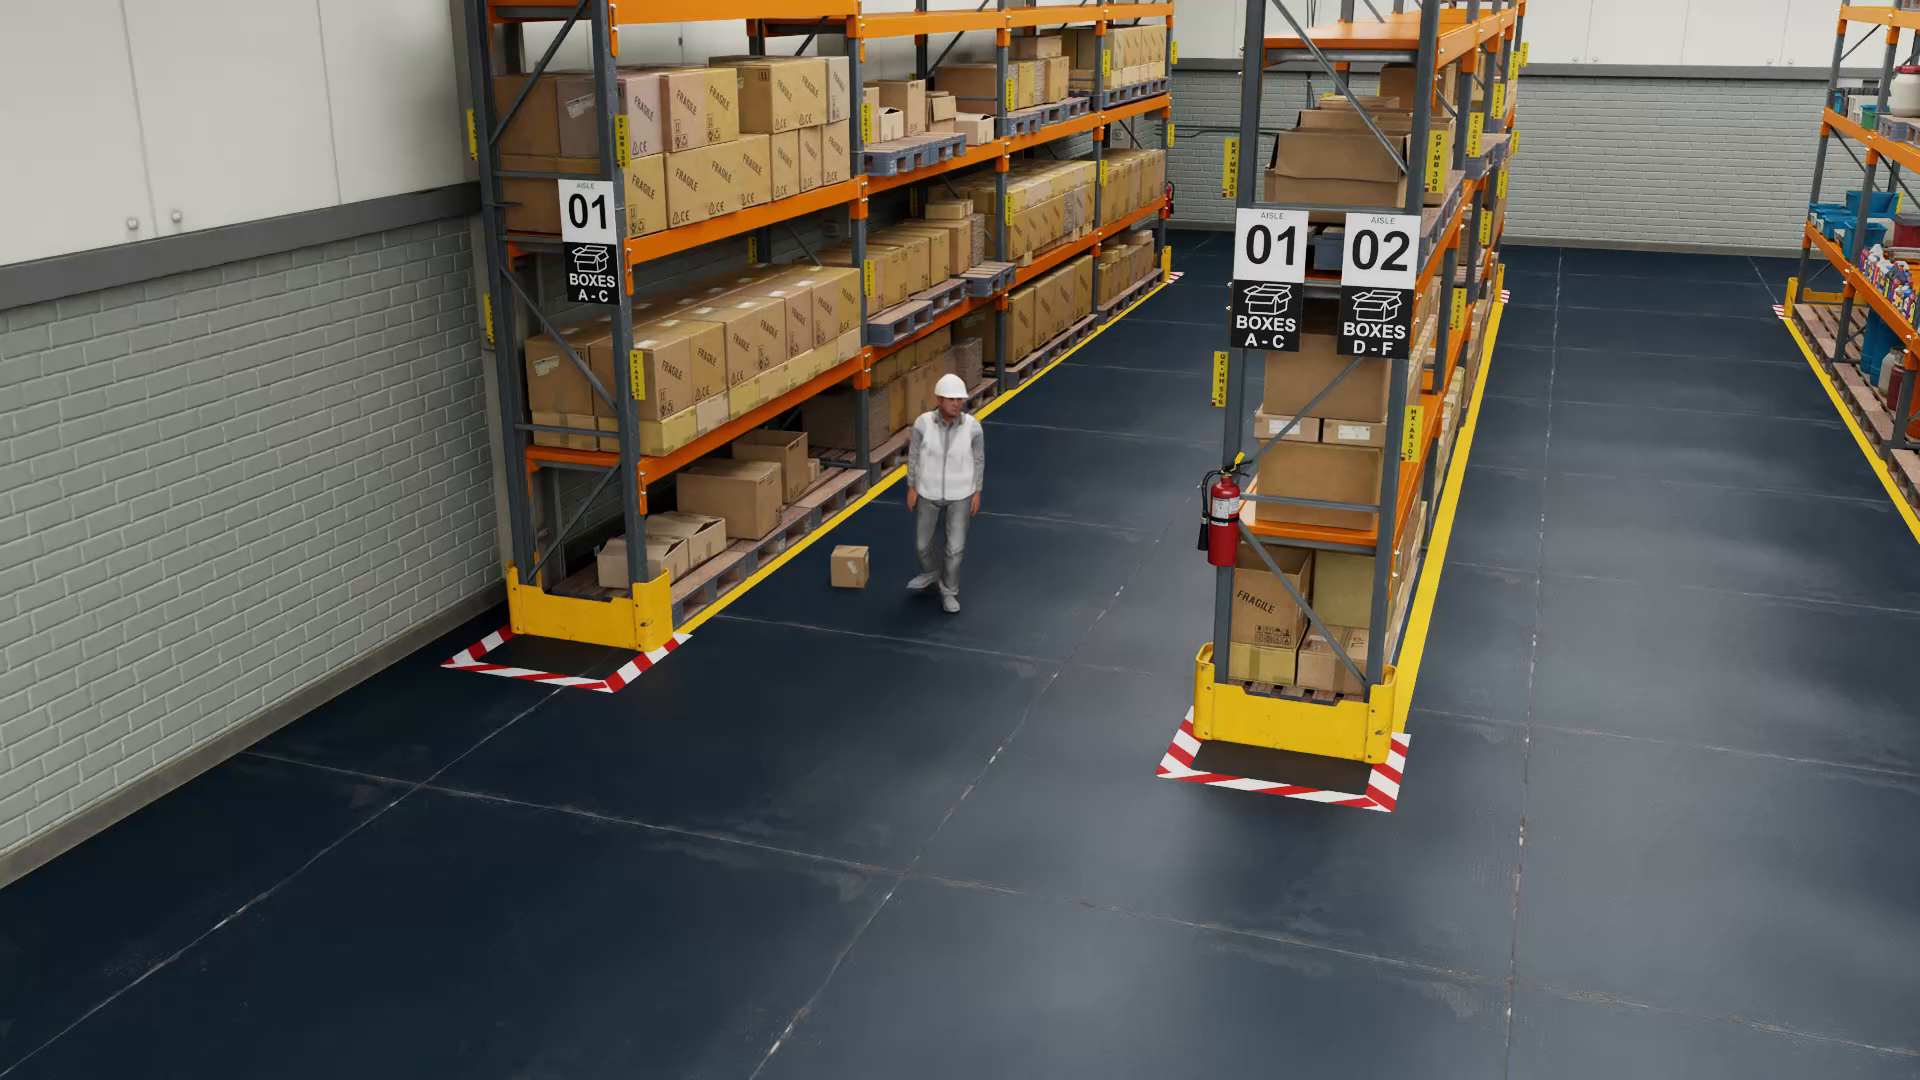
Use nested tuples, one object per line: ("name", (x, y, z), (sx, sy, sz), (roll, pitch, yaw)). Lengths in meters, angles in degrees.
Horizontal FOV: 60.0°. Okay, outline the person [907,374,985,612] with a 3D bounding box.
("person", (-0.112, -0.368, 12.116), (0.584, 1.763, 0.571), (1, 19, 3))
